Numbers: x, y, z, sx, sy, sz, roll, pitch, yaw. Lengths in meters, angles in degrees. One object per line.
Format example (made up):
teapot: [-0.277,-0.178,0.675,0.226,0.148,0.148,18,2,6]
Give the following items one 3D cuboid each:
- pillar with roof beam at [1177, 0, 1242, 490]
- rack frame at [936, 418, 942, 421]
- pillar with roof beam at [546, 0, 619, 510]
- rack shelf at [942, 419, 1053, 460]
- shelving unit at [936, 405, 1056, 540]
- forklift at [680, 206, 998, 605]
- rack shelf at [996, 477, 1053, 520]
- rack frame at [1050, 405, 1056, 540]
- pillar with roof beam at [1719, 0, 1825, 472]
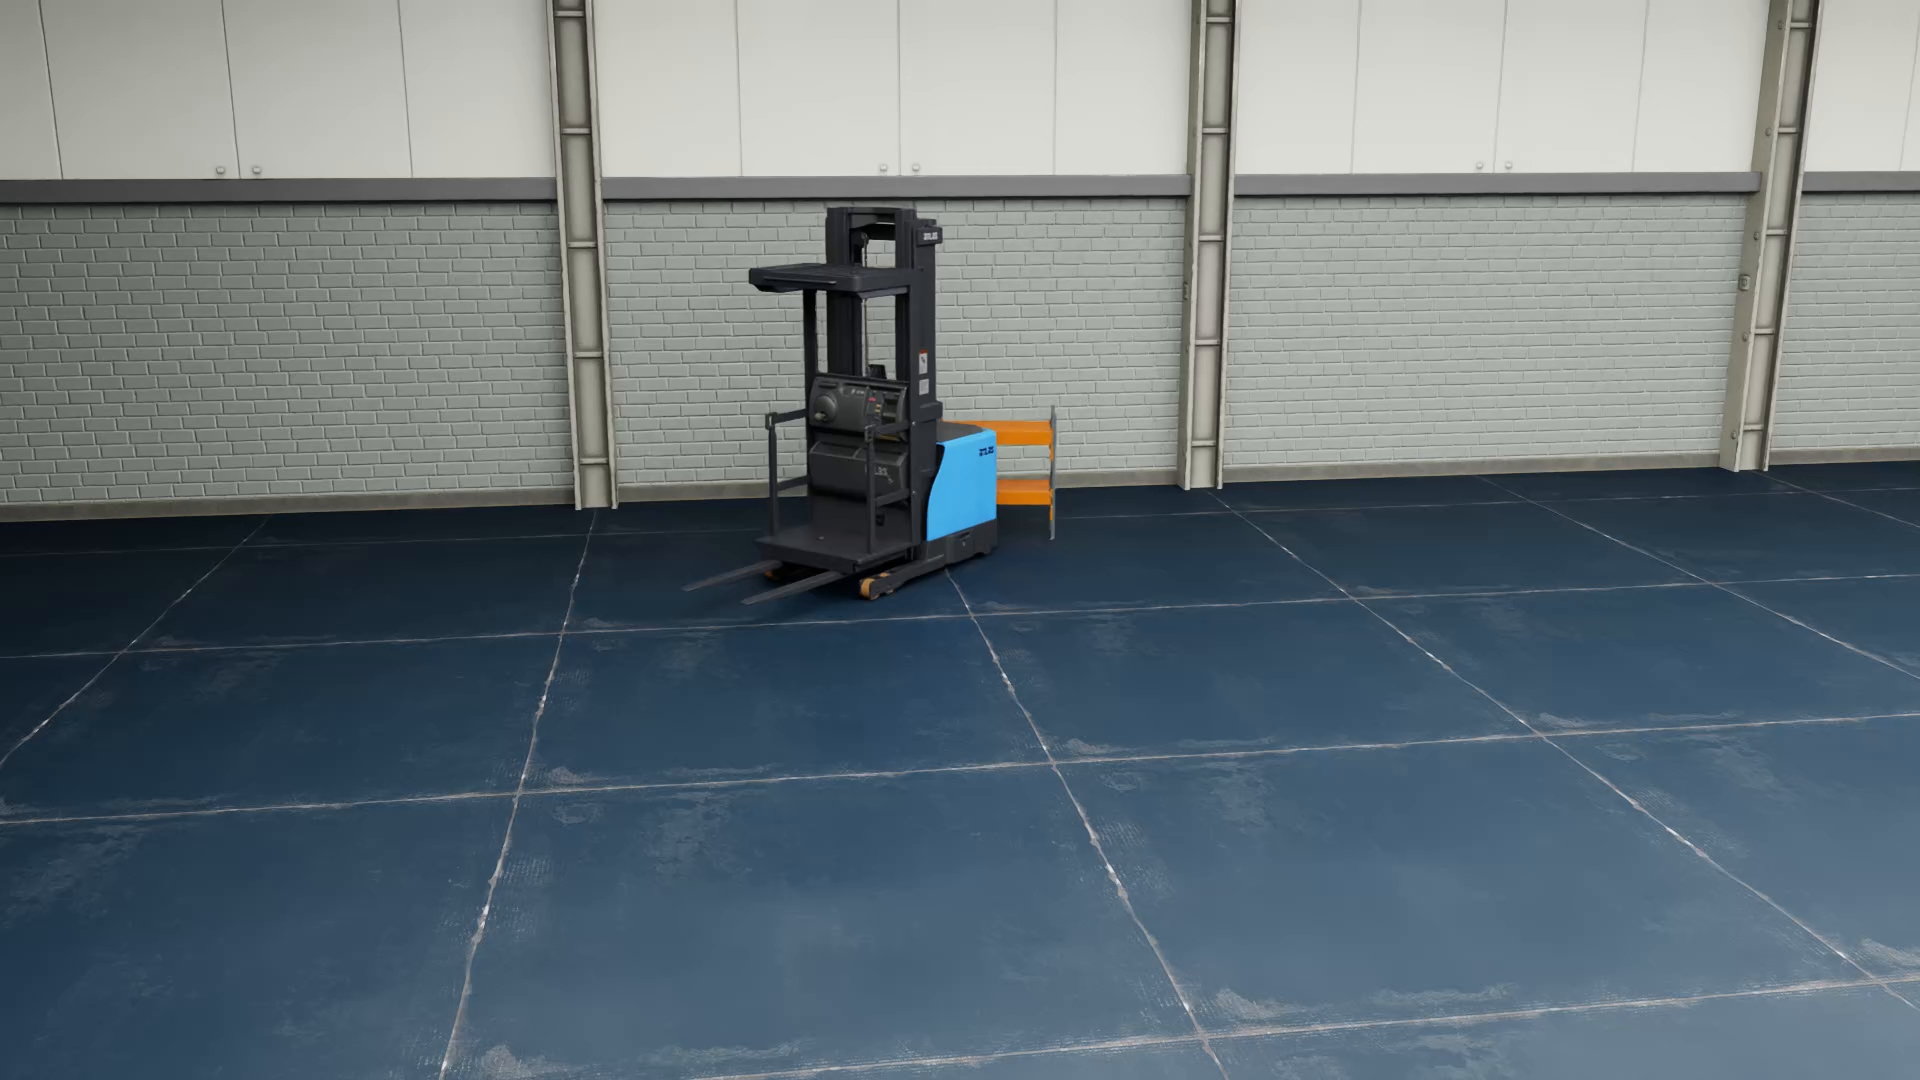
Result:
pillar with roof beam: [3.074,-3.878,11.687,0.400,9.000,9.100,-2,14,-8]
rack frame: [-0.187,-0.616,14.865,0.032,1.125,0.500,0,14,2]
pillar with roof beam: [-2.859,-3.661,10.820,0.400,9.000,9.100,-2,14,-8]
rack shelf: [0.321,-0.896,14.780,1.000,0.278,0.538,0,14,2]
shelving unit: [0.321,-0.612,14.851,1.048,1.125,0.538,0,14,2]
forklift: [-0.935,-1.092,13.050,1.130,2.935,3.031,10,17,34]
rack shelf: [0.321,-0.375,14.910,1.000,0.278,0.538,0,14,2]
rack frame: [0.829,-0.609,14.837,0.032,1.125,0.500,0,14,2]
pillar with roof beam: [9.007,-4.096,12.554,0.400,9.000,9.100,-2,14,-8]
